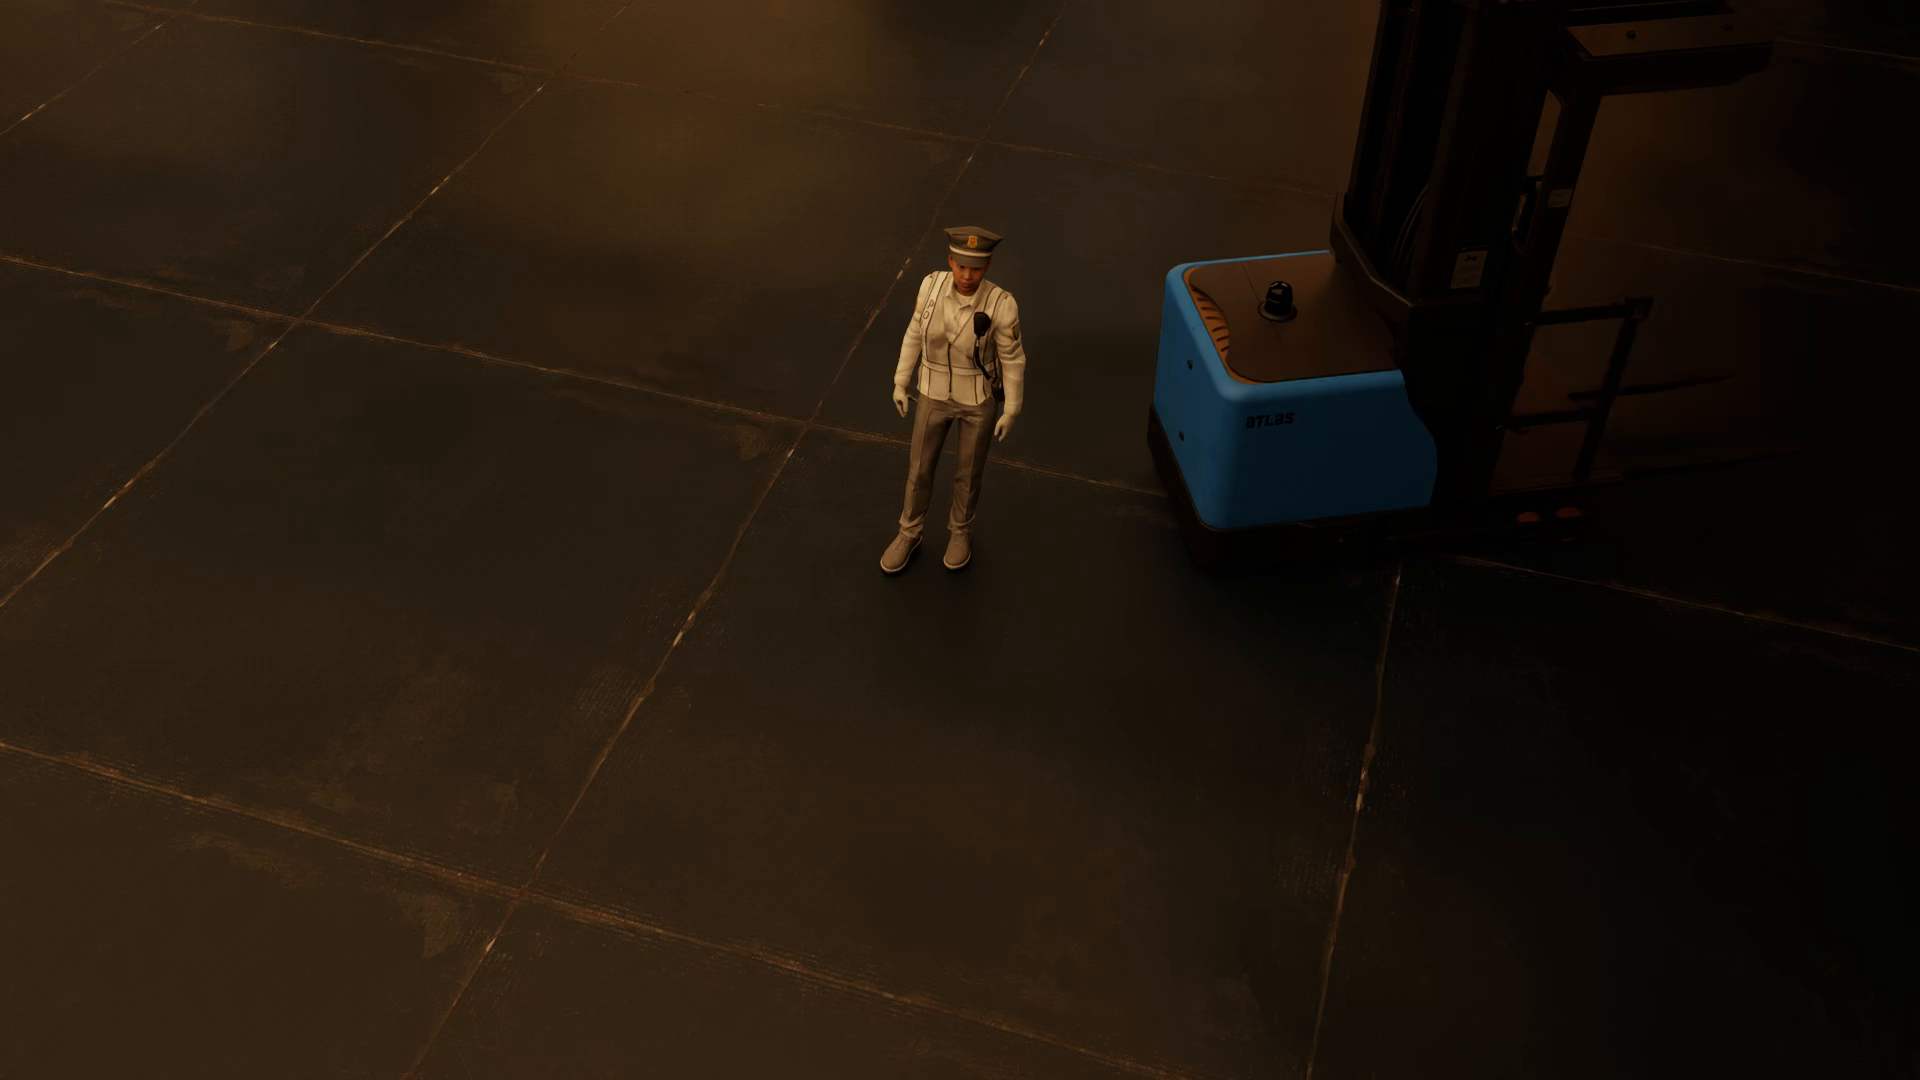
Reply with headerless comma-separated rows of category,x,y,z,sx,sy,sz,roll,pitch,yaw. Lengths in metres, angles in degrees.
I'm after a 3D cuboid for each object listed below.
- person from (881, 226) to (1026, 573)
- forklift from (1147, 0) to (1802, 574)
person,-0.026,-0.583,7.213,0.588,1.697,0.534,12,44,13
forklift,2.494,-1.396,7.190,3.031,2.935,1.130,-7,43,-7
